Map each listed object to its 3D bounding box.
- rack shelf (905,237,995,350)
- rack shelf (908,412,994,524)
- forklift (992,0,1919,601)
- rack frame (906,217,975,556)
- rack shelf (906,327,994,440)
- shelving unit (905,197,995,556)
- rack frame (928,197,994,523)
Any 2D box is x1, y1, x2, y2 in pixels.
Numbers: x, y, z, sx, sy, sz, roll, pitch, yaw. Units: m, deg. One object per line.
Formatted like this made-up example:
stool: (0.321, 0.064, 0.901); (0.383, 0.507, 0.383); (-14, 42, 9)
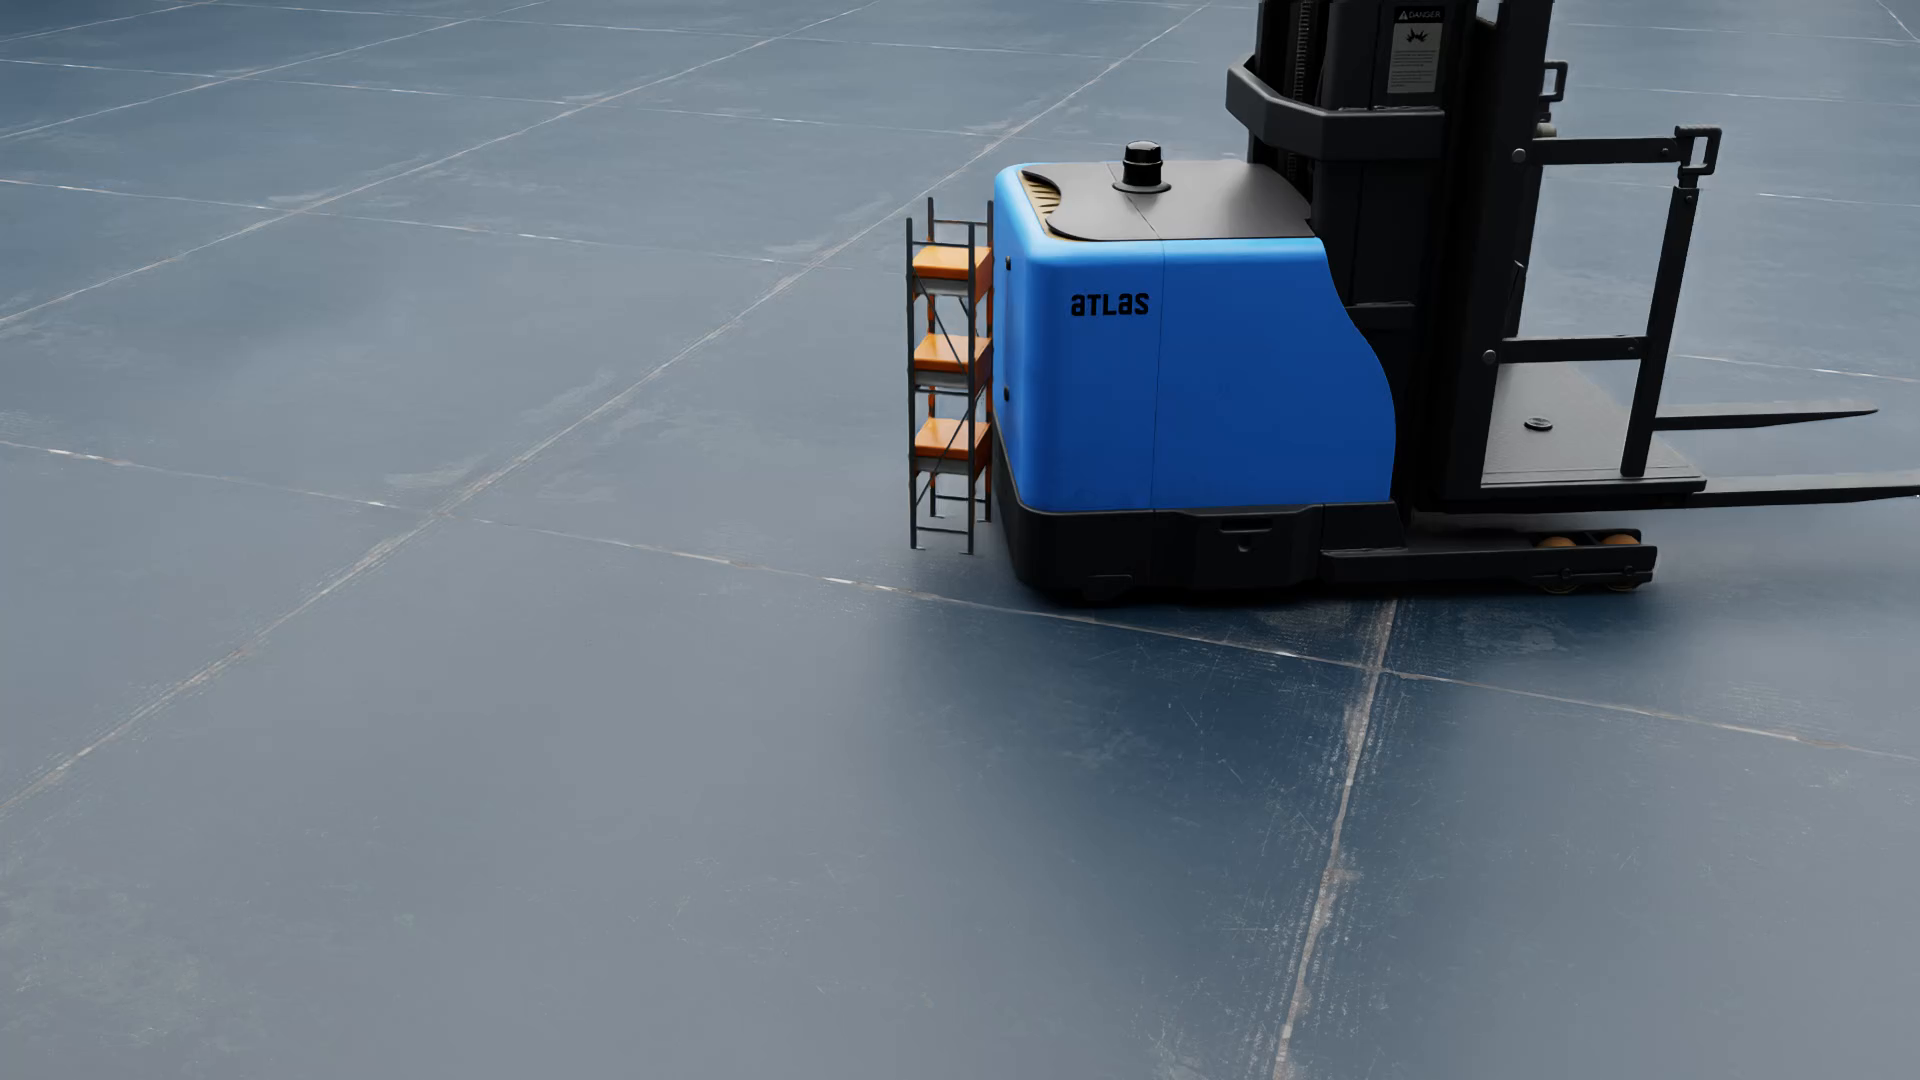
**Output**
rack shelf: (-0.027, -0.733, 4.933); (0.215, 0.259, 0.240); (6, 26, 12)
rack shelf: (-0.027, -0.228, 5.178); (0.215, 0.259, 0.240); (6, 26, 12)
forklift: (1.640, -1.388, 4.753); (3.031, 2.935, 1.130); (-2, 26, -4)
rack frame: (-0.056, -0.436, 4.945); (0.200, 1.050, 0.008); (6, 26, 12)
rack shelf: (-0.027, -0.478, 5.057); (0.215, 0.259, 0.240); (6, 26, 12)
shelving unit: (-0.027, -0.487, 5.052); (0.215, 1.050, 0.252); (6, 26, 12)
rack frame: (0.002, -0.539, 5.159); (0.200, 1.050, 0.008); (6, 26, 12)
